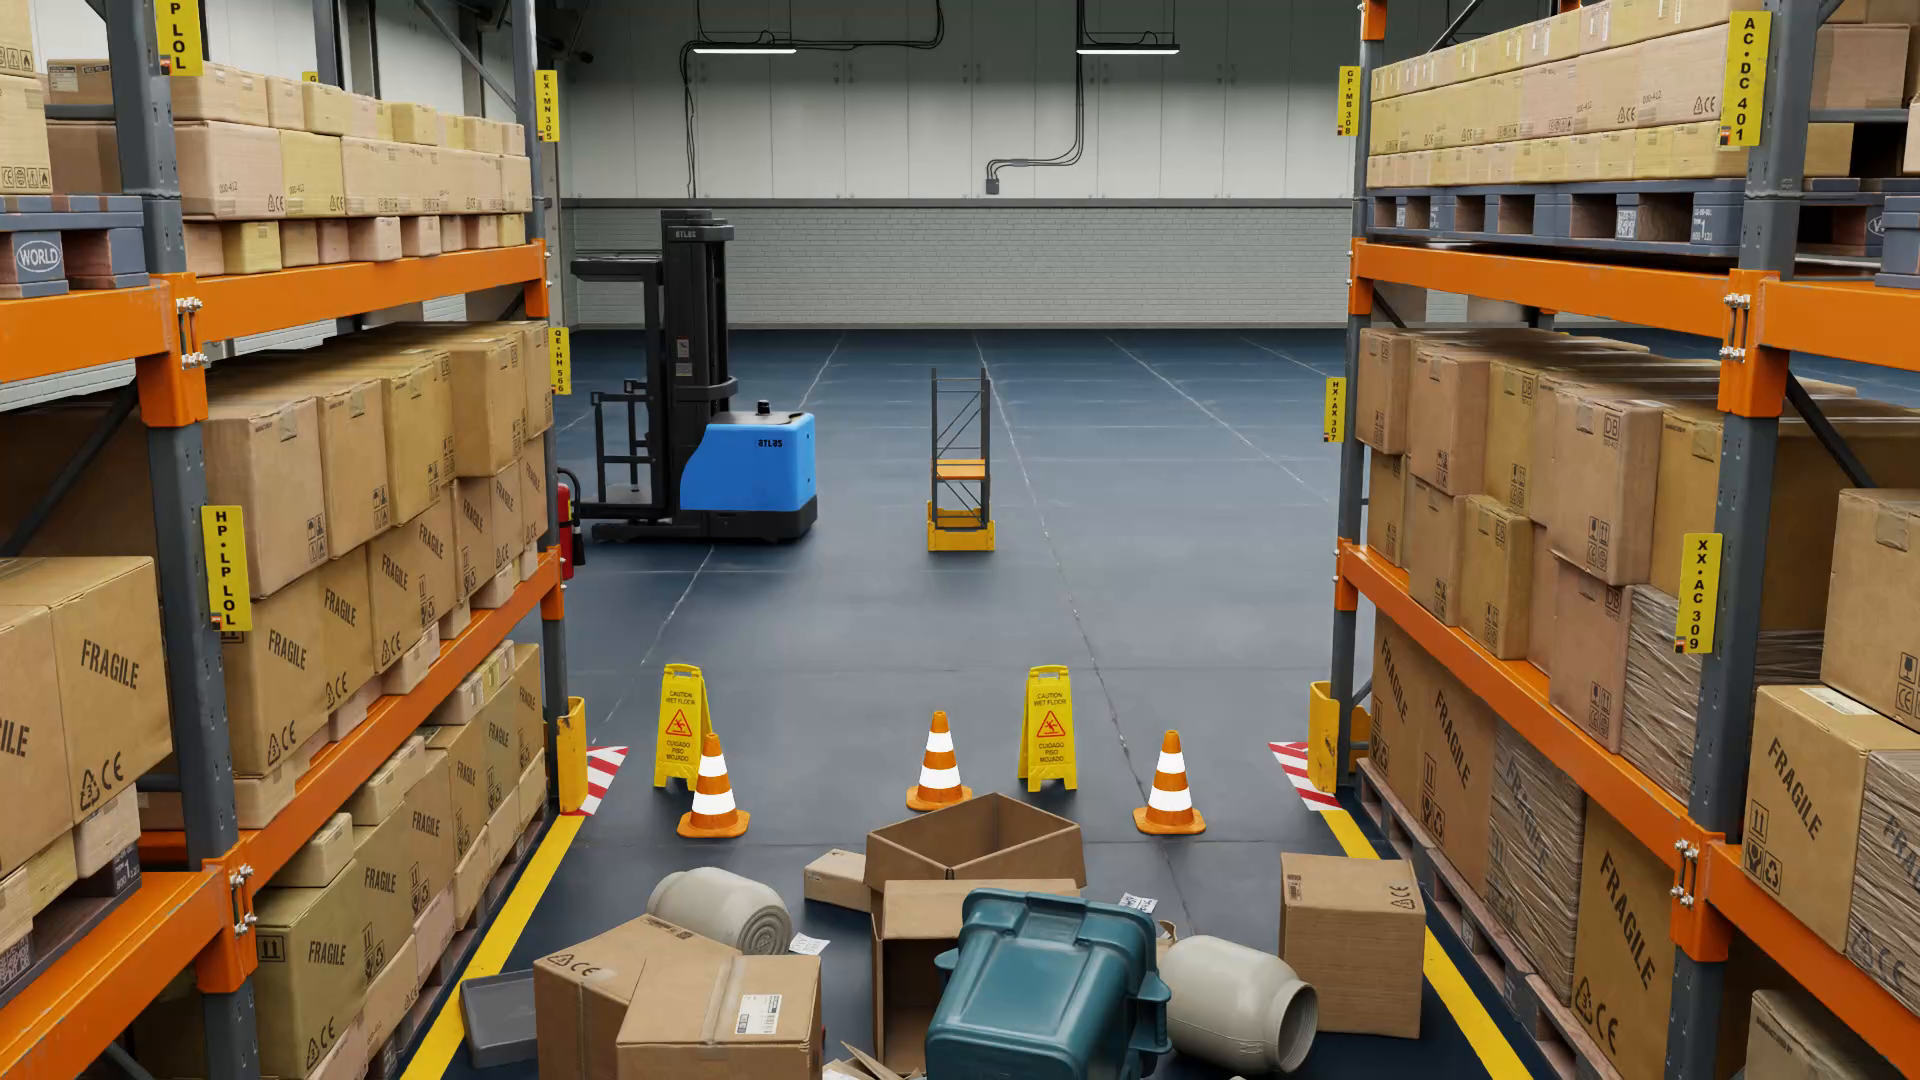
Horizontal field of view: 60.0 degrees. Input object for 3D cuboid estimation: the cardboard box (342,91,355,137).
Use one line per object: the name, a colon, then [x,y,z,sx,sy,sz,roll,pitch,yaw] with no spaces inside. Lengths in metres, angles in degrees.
cardboard box: [-2.170,-1.363,5.316,0.380,0.149,0.250,-1,11,-3]

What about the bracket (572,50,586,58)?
bracket: [-8.666,-11.093,38.053,0.076,0.066,3.189,0,11,-1]

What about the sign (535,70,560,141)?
sign: [-1.951,-2.053,7.865,0.100,0.325,0.005,0,11,-1]

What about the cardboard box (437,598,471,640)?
cardboard box: [-2.189,0.299,6.671,0.380,0.149,0.250,0,11,-2]

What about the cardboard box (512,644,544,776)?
cardboard box: [-2.229,0.781,7.637,0.500,0.500,0.500,0,11,-1]

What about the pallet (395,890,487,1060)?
pallet: [-2.501,1.634,6.473,1.003,0.211,1.213,0,11,-1]

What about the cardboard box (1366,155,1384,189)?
cardboard box: [2.127,-1.724,7.792,0.380,0.149,0.250,0,11,-1]

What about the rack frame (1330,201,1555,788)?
rack frame: [2.440,-0.192,8.459,1.000,3.000,0.127,0,11,-1]

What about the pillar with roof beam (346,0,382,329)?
pillar with roof beam: [-4.424,-6.524,24.583,9.100,9.000,0.400,0,11,-1]

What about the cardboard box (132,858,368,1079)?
cardboard box: [-2.166,1.300,5.081,0.500,0.500,0.500,0,11,2]

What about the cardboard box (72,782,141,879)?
cardboard box: [-2.137,0.662,3.825,0.380,0.149,0.250,0,11,0]

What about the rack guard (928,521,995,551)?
rack guard: [0.009,-0.039,14.621,0.587,0.250,0.087,0,11,-1]

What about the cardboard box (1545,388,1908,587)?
cardboard box: [2.422,-0.181,5.316,0.875,0.550,0.550,0,11,-1]

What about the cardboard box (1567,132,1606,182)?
cardboard box: [2.178,-1.222,5.316,0.380,0.149,0.250,0,11,-1]

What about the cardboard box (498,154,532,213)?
cardboard box: [-2.227,-1.593,7.451,0.500,0.250,0.500,0,11,-2]

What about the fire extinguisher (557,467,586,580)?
fire extinguisher: [-2.048,-0.138,8.389,0.296,0.674,0.183,0,11,-1]

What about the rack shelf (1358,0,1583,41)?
rack shelf: [2.481,-2.186,6.014,1.077,0.370,4.000,0,11,-1]

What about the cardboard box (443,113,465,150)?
cardboard box: [-2.260,-1.670,6.829,0.380,0.149,0.250,0,11,-1]

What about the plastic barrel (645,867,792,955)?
plastic barrel: [-0.950,1.516,6.523,0.512,0.421,0.421,9,15,38]

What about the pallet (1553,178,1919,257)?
pallet: [2.516,-0.986,5.052,1.003,0.211,1.213,0,11,-1]

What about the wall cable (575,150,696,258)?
wall cable: [-7.715,-7.961,39.475,3.097,2.526,0.112,0,11,-1]

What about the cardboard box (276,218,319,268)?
cardboard box: [-2.216,-0.917,5.122,0.380,0.149,0.250,0,11,1]

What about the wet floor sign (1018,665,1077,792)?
wet floor sign: [0.460,0.965,8.681,0.267,0.644,0.232,-2,12,-11]

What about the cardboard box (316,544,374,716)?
cardboard box: [-2.188,0.261,5.229,0.500,0.500,0.500,0,11,-1]

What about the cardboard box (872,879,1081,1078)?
cardboard box: [0.088,1.530,5.908,0.797,0.637,0.503,0,11,-1]

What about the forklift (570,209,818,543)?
forklift: [-2.895,-1.515,15.154,3.031,2.935,1.130,1,12,6]

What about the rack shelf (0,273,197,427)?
rack shelf: [-2.383,-0.076,2.154,1.077,0.370,4.000,0,11,-1]

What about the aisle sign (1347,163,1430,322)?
aisle sign: [2.139,-1.478,8.264,0.394,0.787,0.004,0,11,-1]

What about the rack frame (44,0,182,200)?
rack frame: [-2.424,-2.296,3.744,1.000,3.000,0.127,0,11,-1]

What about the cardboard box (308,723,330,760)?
cardboard box: [-2.203,0.601,5.187,0.380,0.149,0.250,0,11,-1]

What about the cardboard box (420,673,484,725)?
cardboard box: [-2.149,0.638,6.710,0.380,0.149,0.250,0,11,1]

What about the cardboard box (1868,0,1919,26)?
cardboard box: [2.849,-1.513,4.749,0.380,0.149,0.250,0,11,-2]

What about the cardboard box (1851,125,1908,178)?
cardboard box: [2.848,-1.123,4.832,0.380,0.149,0.250,0,11,-1]

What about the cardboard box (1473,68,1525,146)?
cardboard box: [2.226,-1.591,6.133,0.500,0.250,0.500,0,11,-1]

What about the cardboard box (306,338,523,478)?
cardboard box: [-2.162,-0.534,6.631,0.700,0.500,0.500,0,11,-2]

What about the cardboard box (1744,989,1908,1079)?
cardboard box: [2.626,1.623,4.115,1.050,0.750,0.750,0,11,-1]

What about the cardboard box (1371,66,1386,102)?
cardboard box: [2.129,-2.116,7.721,0.380,0.149,0.250,0,11,-1]

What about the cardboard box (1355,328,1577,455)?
cardboard box: [2.409,-0.720,7.972,0.875,0.550,0.550,0,11,-1]

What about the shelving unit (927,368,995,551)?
shelving unit: [-0.002,-0.750,14.985,0.587,1.500,1.083,0,11,-1]

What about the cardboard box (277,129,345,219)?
cardboard box: [-2.179,-1.089,4.969,0.500,0.250,0.500,0,11,-2]

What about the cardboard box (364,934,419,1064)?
cardboard box: [-2.189,1.561,5.678,0.500,0.250,0.500,0,11,2]

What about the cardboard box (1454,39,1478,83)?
cardboard box: [2.154,-1.864,6.476,0.380,0.149,0.250,0,11,-2]

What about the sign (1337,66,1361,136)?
sign: [1.885,-2.128,8.061,0.100,0.325,0.005,0,11,-1]

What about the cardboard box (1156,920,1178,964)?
cardboard box: [0.646,1.609,6.458,0.396,0.266,0.258,2,12,9]

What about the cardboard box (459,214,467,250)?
cardboard box: [-2.272,-1.275,6.889,0.380,0.149,0.250,0,11,-1]

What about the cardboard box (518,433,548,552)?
cardboard box: [-2.220,-0.239,7.694,0.500,0.500,0.500,0,11,-2]

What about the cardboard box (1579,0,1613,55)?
cardboard box: [2.182,-1.610,5.226,0.380,0.149,0.250,0,11,0]

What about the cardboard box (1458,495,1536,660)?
cardboard box: [2.465,0.135,6.473,0.875,0.550,0.500,0,11,-1]

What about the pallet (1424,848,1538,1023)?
pallet: [2.557,1.576,6.762,1.003,0.211,1.213,0,11,-1]

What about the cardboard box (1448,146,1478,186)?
cardboard box: [2.153,-1.473,6.555,0.380,0.149,0.250,0,11,-2]
